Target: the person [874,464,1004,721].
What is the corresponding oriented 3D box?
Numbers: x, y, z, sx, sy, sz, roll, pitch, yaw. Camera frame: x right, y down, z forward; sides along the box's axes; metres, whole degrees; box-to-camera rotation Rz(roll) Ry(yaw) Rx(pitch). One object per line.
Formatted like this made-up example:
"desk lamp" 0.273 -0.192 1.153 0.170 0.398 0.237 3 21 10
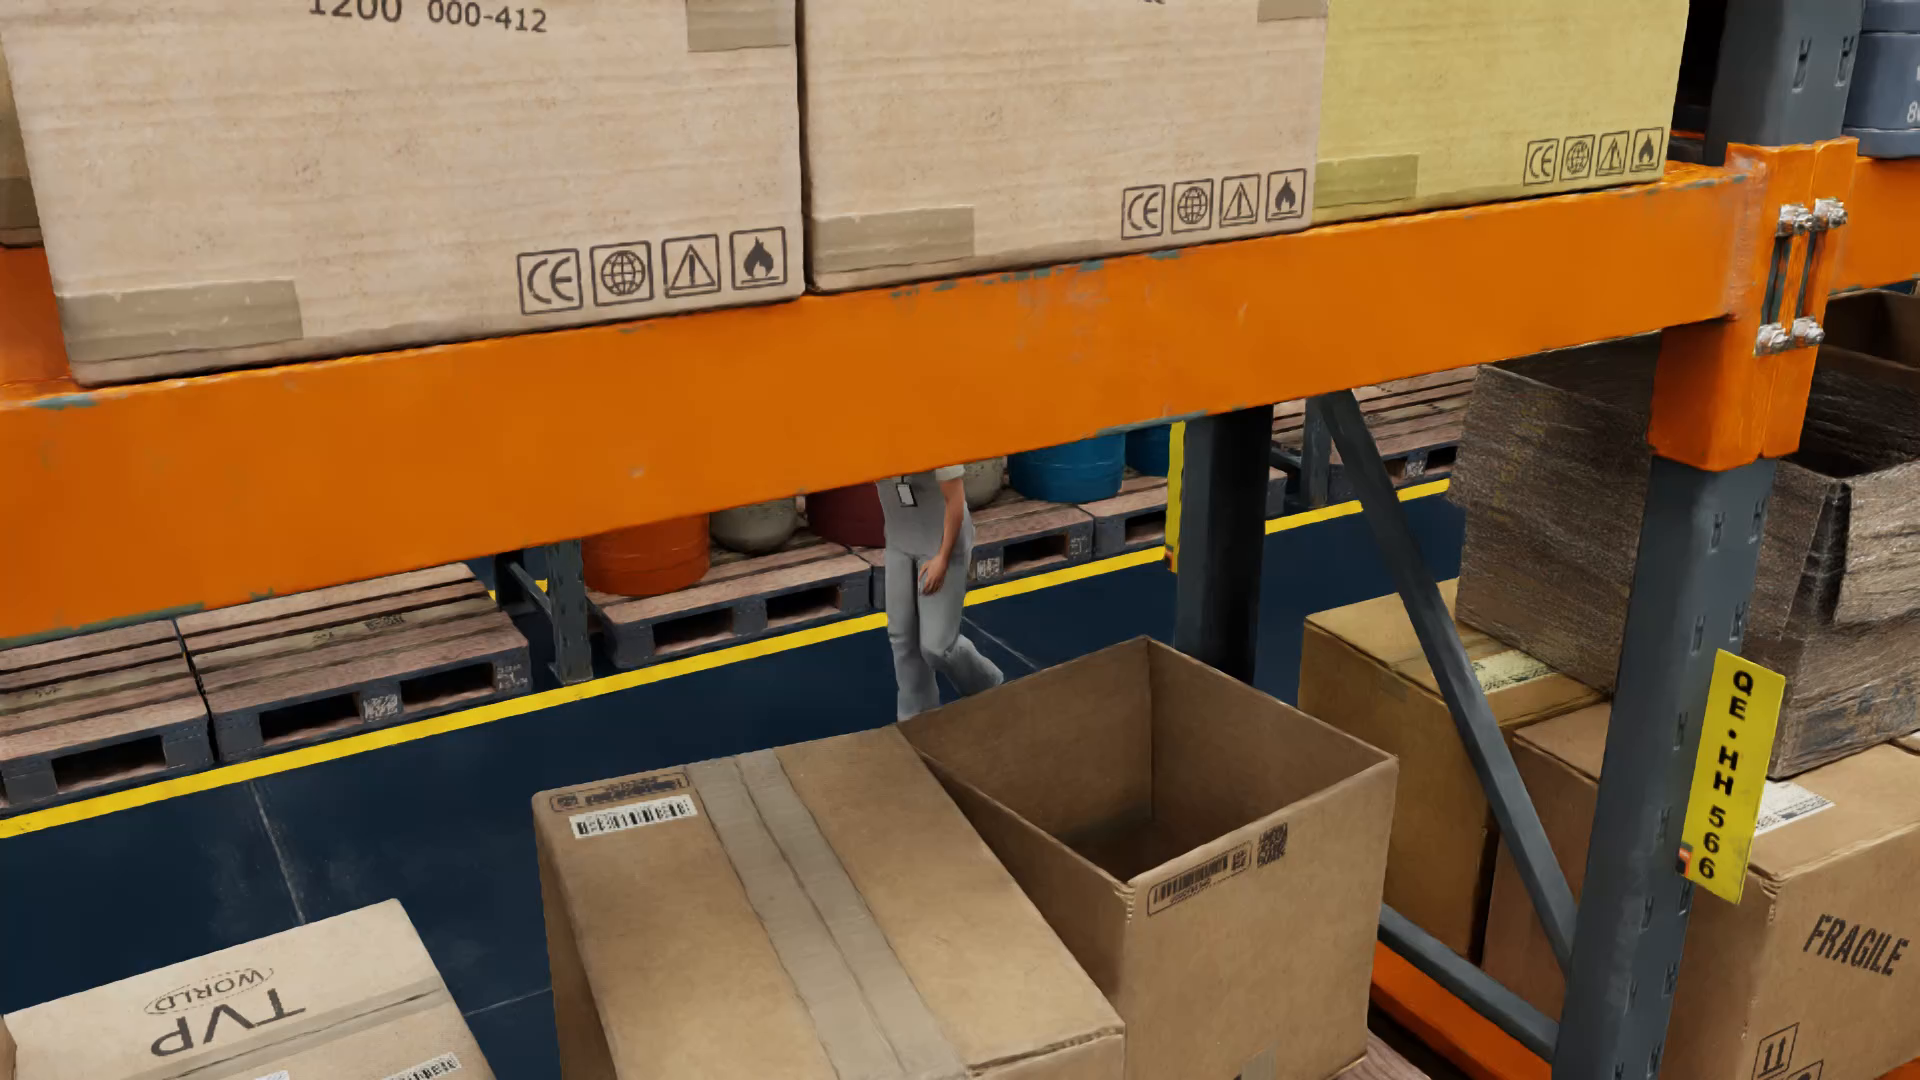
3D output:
"person" -0.108 0.017 6.080 0.452 1.650 0.615 17 27 36
